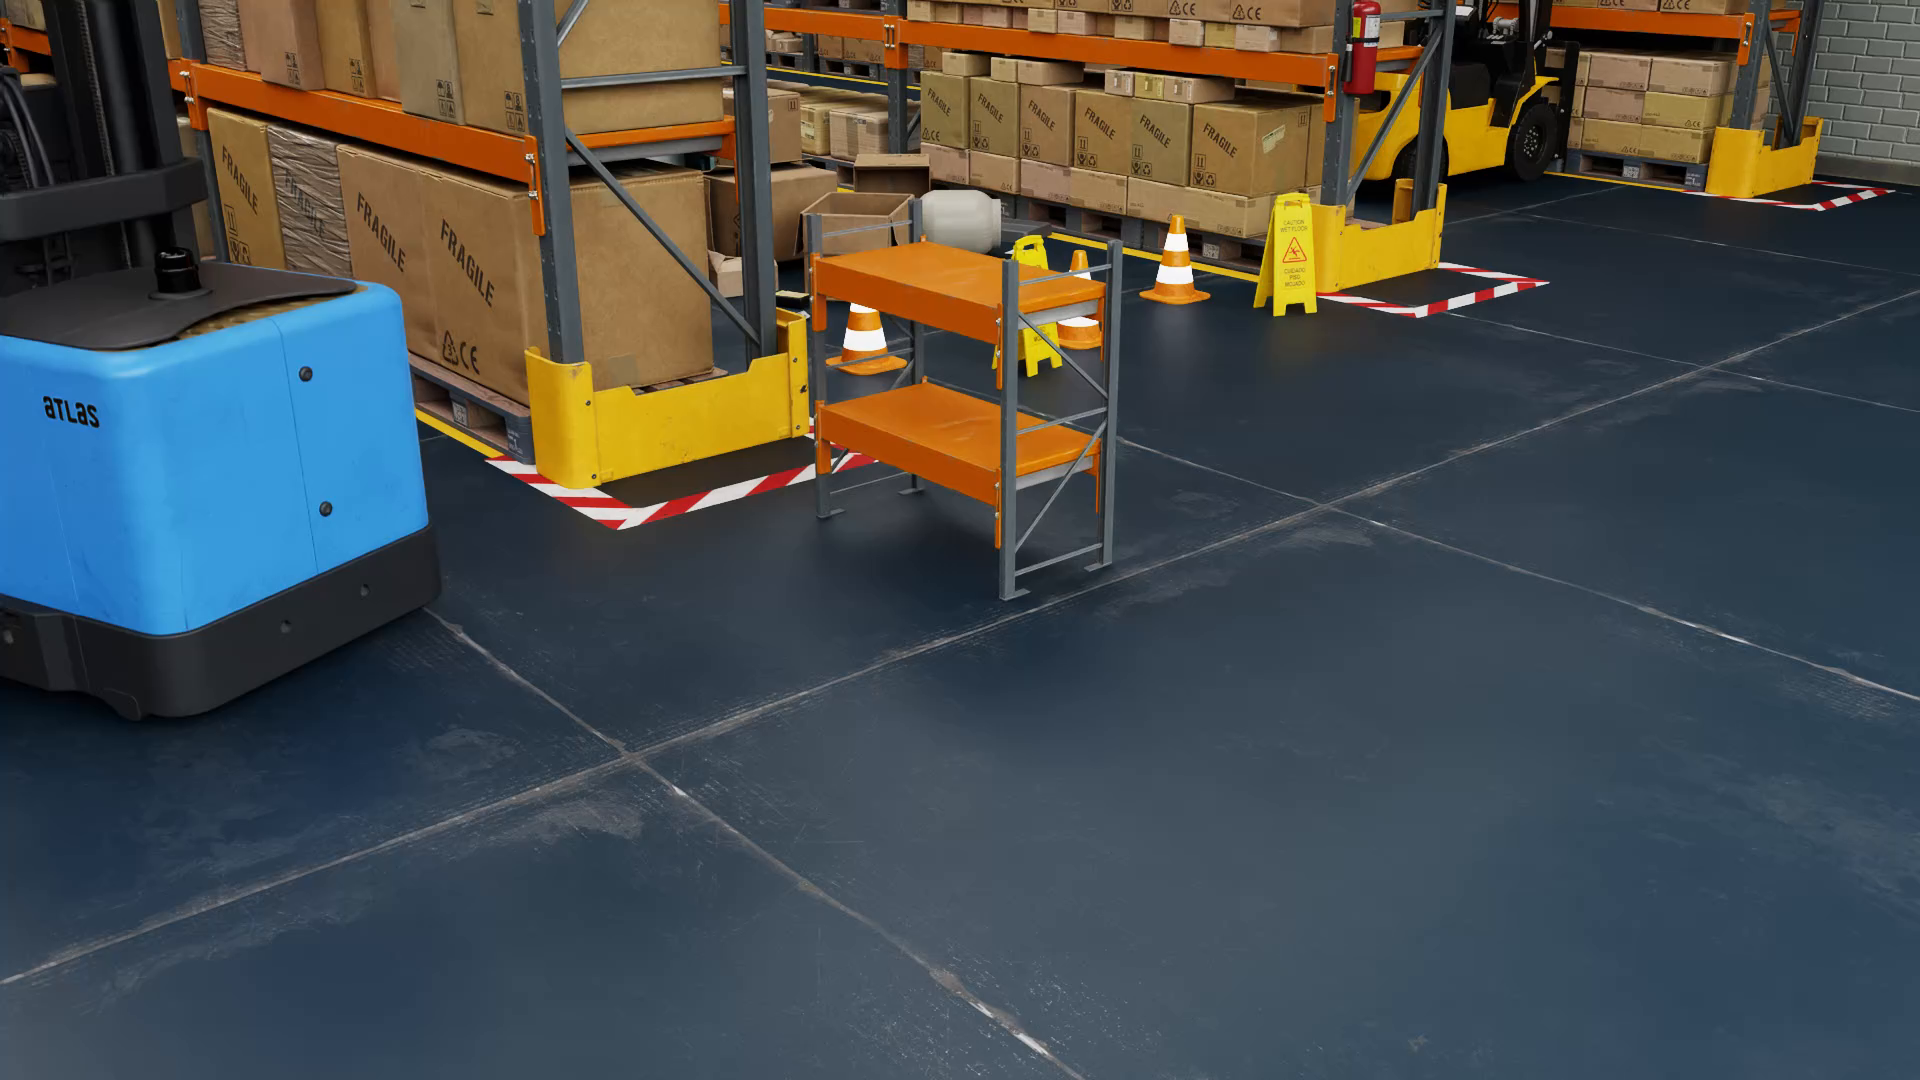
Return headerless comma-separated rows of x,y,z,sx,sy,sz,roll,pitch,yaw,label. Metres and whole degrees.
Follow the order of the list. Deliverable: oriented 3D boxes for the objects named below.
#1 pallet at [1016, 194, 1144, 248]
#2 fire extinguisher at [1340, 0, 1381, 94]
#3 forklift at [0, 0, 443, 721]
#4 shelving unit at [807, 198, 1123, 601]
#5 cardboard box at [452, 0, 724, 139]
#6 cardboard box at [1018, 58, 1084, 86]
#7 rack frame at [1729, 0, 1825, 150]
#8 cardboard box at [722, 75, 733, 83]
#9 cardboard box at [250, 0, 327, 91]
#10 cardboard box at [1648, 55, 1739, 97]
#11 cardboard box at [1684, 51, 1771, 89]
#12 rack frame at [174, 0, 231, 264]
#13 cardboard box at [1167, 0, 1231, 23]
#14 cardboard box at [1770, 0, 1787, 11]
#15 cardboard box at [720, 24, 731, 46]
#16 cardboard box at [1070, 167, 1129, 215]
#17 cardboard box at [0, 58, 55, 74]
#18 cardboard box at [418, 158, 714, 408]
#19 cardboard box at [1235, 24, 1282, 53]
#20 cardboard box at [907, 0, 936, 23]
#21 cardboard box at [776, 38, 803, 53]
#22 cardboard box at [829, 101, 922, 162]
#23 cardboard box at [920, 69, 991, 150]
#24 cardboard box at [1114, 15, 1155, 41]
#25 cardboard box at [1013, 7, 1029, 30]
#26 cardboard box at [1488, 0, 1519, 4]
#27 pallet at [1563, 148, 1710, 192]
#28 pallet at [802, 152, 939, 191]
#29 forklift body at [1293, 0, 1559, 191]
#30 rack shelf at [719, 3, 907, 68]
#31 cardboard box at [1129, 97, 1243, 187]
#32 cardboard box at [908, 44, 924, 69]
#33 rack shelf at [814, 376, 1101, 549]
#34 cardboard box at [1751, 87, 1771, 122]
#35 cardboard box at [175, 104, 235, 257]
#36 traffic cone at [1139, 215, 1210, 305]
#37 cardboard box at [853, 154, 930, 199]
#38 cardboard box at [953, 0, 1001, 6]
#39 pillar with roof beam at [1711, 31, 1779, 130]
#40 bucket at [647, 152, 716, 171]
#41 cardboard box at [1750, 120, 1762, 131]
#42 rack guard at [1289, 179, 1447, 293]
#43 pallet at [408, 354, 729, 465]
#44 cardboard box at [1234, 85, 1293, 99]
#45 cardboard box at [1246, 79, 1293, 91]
1.147,-2.276,11.507,1.003,0.211,1.213,-17,27,-37,pallet
2.218,-2.807,9.143,0.296,0.674,0.183,-17,27,-37,fire extinguisher
-3.216,-1.220,5.081,3.031,2.935,1.130,11,24,25,forklift
-0.004,-0.526,5.784,0.538,1.125,1.048,-17,27,-37,shelving unit
-1.468,-1.939,6.617,0.875,0.550,0.550,-17,27,-37,cardboard box
0.613,-3.164,11.227,0.380,0.149,0.250,-16,26,-34,cardboard box
6.250,-4.167,12.509,1.000,3.000,0.127,-17,27,-37,rack frame
-2.369,-4.008,15.131,0.950,0.372,0.625,-20,29,-41,cardboard box
-2.914,-2.530,8.124,0.875,0.550,0.550,-17,27,-37,cardboard box
5.713,-3.600,12.887,0.500,0.250,0.500,-16,27,-36,cardboard box
6.080,-3.725,13.206,0.500,0.250,0.500,-18,28,-38,cardboard box
-3.803,-2.883,9.231,1.000,3.000,0.127,-17,27,-37,rack frame
1.606,-3.393,9.989,0.500,0.500,0.500,-17,27,-37,cardboard box
6.137,-4.416,13.009,0.500,0.500,0.500,-16,27,-36,cardboard box
-3.069,-7.012,22.625,0.500,0.500,0.500,-17,27,-36,cardboard box
1.083,-2.347,11.057,0.500,0.250,0.500,-19,28,-39,cardboard box
-7.059,-3.495,12.619,0.500,0.250,0.500,-18,28,-39,cardboard box
-1.685,-1.156,7.159,0.875,0.875,0.875,-17,27,-37,cardboard box
1.837,-2.963,9.781,0.380,0.149,0.250,-18,28,-38,cardboard box
-0.156,-3.809,11.940,0.380,0.149,0.250,-18,27,-38,cardboard box
-2.169,-6.434,21.632,0.380,0.149,0.250,-18,28,-39,cardboard box
-0.463,-3.205,13.082,0.950,0.372,0.625,-17,27,-37,cardboard box
0.062,-3.126,12.019,0.500,0.500,0.500,-16,26,-35,cardboard box
1.198,-3.256,10.529,0.380,0.149,0.250,-18,28,-38,cardboard box
0.577,-3.542,11.260,0.380,0.149,0.250,-18,27,-38,cardboard box
4.727,-4.710,13.759,0.500,0.500,0.500,-17,27,-37,cardboard box
5.719,-3.070,13.532,1.003,0.211,1.213,-17,27,-37,pallet
-0.628,-3.006,13.368,1.003,0.211,1.213,-17,27,-37,pallet
3.630,-3.861,12.893,2.313,2.155,1.214,-17,27,-37,forklift body
-1.424,-4.307,13.853,1.077,0.370,4.000,-17,27,-37,rack shelf
1.428,-2.551,10.551,0.500,0.500,0.500,-16,27,-36,cardboard box
-0.426,-5.898,19.781,0.500,0.500,0.500,-19,28,-39,cardboard box
-0.004,-0.298,5.873,0.538,0.278,1.000,-17,27,-37,rack shelf
6.101,-3.494,13.301,0.500,0.250,0.500,-17,27,-36,cardboard box
-4.276,-2.181,9.948,1.050,0.750,0.750,-18,27,-38,cardboard box
1.234,-1.615,9.472,0.336,0.463,0.334,-17,27,-37,traffic cone
-0.450,-2.306,11.184,0.500,0.500,0.500,0,21,-1,cardboard box
0.303,-3.953,11.419,0.500,0.500,0.500,-18,27,-38,cardboard box
3.217,-6.342,9.838,9.100,9.000,0.400,-17,27,-37,pillar with roof beam
-1.967,-2.578,10.856,0.726,0.611,0.620,-8,13,-19,bucket
6.078,-3.264,13.399,0.500,0.250,0.500,-17,27,-37,cardboard box
2.443,-1.841,9.999,1.175,0.500,0.348,-17,27,-37,rack guard
-1.773,-0.682,7.435,1.003,0.211,1.213,-17,27,-37,pallet
1.815,-2.687,10.897,0.500,0.500,0.500,-19,28,-39,cardboard box
3.290,-4.503,16.049,0.875,0.625,0.625,-16,26,-35,cardboard box
